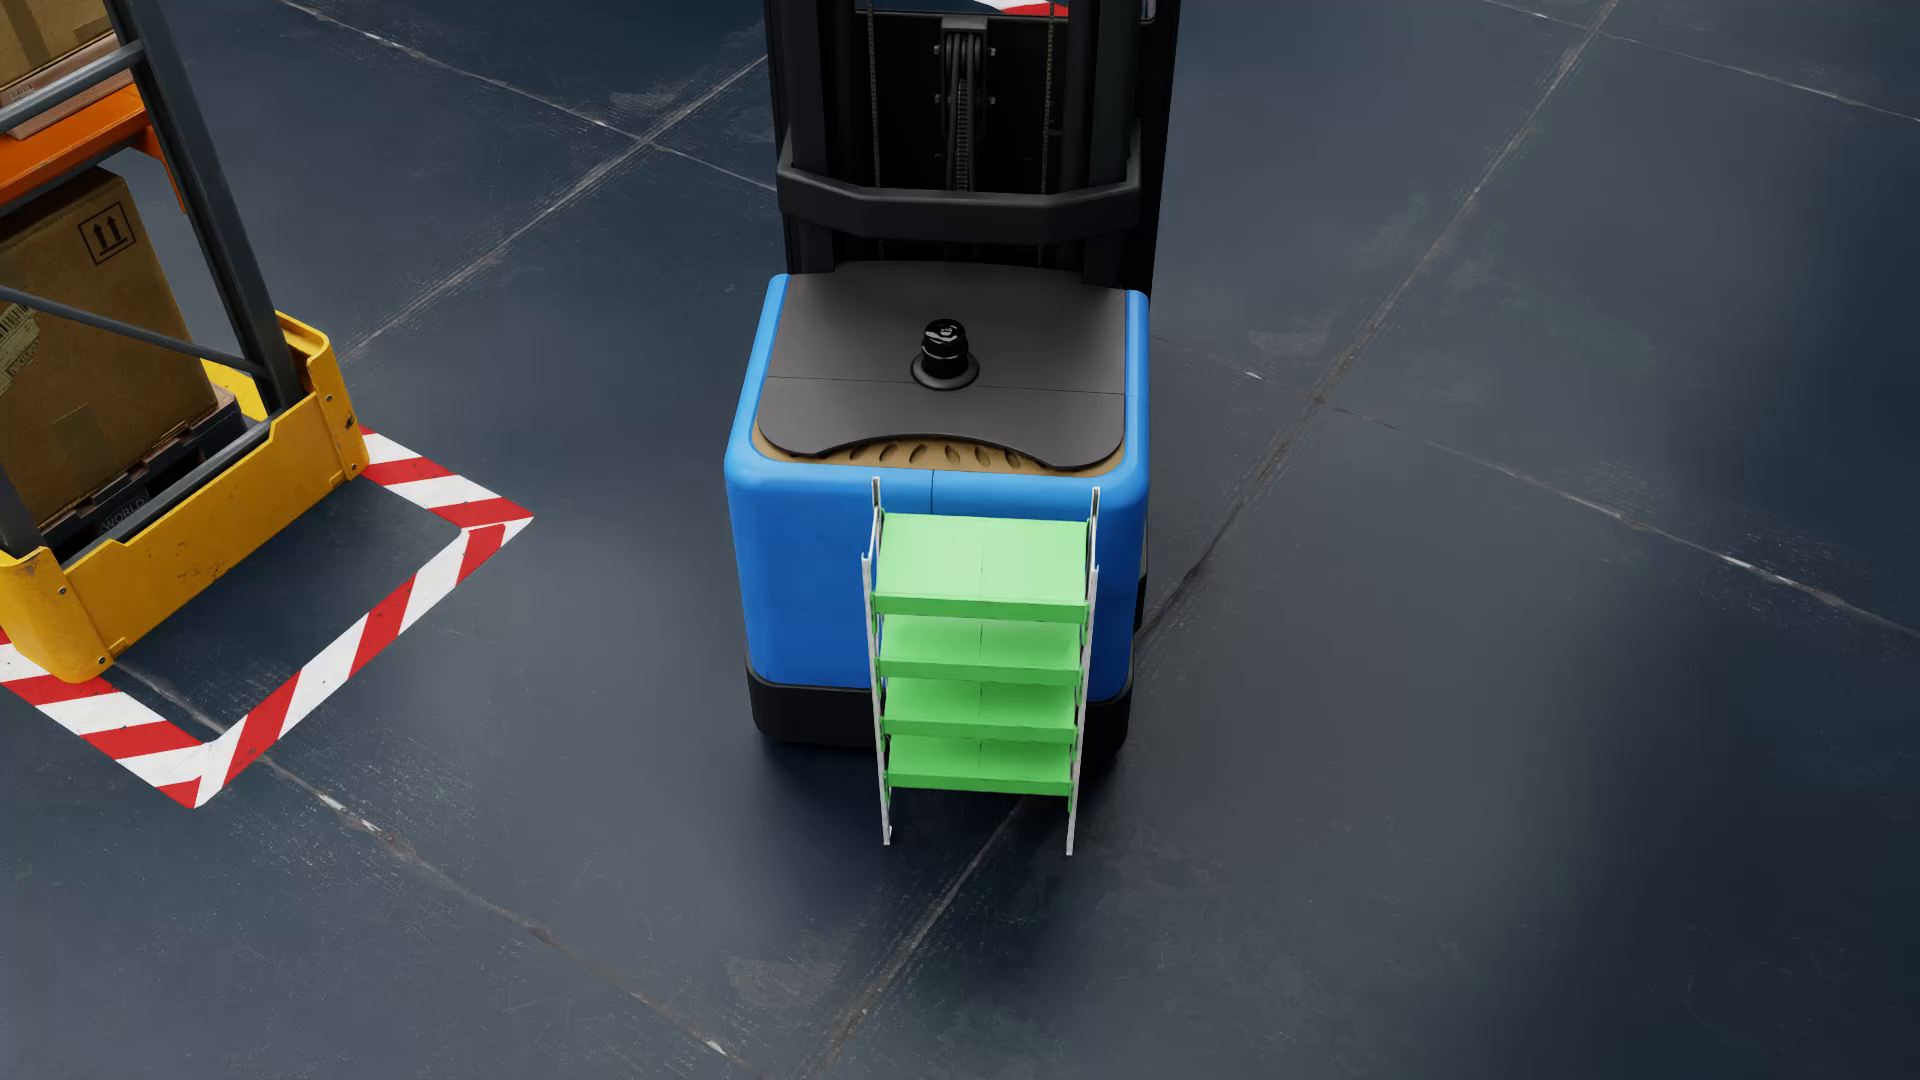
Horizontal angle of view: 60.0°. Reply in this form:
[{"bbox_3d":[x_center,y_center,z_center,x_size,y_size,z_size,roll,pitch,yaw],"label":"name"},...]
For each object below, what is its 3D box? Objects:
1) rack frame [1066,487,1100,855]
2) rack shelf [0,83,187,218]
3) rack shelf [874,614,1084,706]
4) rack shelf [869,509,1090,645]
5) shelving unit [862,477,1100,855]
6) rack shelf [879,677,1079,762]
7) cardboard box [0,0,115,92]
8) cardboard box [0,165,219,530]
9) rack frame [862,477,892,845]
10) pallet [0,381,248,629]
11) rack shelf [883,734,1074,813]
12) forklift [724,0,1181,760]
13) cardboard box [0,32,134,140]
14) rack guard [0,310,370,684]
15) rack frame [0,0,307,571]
[{"bbox_3d":[0.296,0.362,4.050,0.015,1.200,0.240,3,50,3],"label":"rack frame"},{"bbox_3d":[-4.091,-1.560,5.176,4.000,0.370,1.077,25,51,22],"label":"rack shelf"},{"bbox_3d":[0.052,0.236,3.927,0.480,0.148,0.258,3,50,3],"label":"rack shelf"},{"bbox_3d":[0.050,0.082,3.743,0.480,0.148,0.258,3,50,3],"label":"rack shelf"},{"bbox_3d":[0.053,0.350,4.061,0.503,1.200,0.258,3,50,3],"label":"shelving unit"},{"bbox_3d":[0.053,0.391,4.110,0.480,0.148,0.258,3,50,3],"label":"rack shelf"},{"bbox_3d":[-2.666,-1.437,4.452,0.500,0.250,0.500,23,50,21],"label":"cardboard box"},{"bbox_3d":[-2.989,-0.642,4.971,0.875,0.875,0.875,25,51,22],"label":"cardboard box"},{"bbox_3d":[-0.191,0.338,4.073,0.015,1.200,0.240,3,50,3],"label":"rack frame"},{"bbox_3d":[-3.123,-0.327,5.421,1.213,0.211,1.003,25,51,22],"label":"pallet"},{"bbox_3d":[0.054,0.546,4.294,0.480,0.148,0.258,3,50,3],"label":"rack shelf"},{"bbox_3d":[0.048,-1.472,4.637,1.130,2.935,3.031,3,46,3],"label":"forklift"},{"bbox_3d":[-2.528,-1.286,4.583,0.250,0.149,0.380,25,51,23],"label":"cardboard box"},{"bbox_3d":[-2.387,-0.156,5.053,0.348,0.500,1.175,25,51,22],"label":"rack guard"},{"bbox_3d":[-2.407,-1.037,4.166,0.127,3.000,1.000,25,51,22],"label":"rack frame"}]
